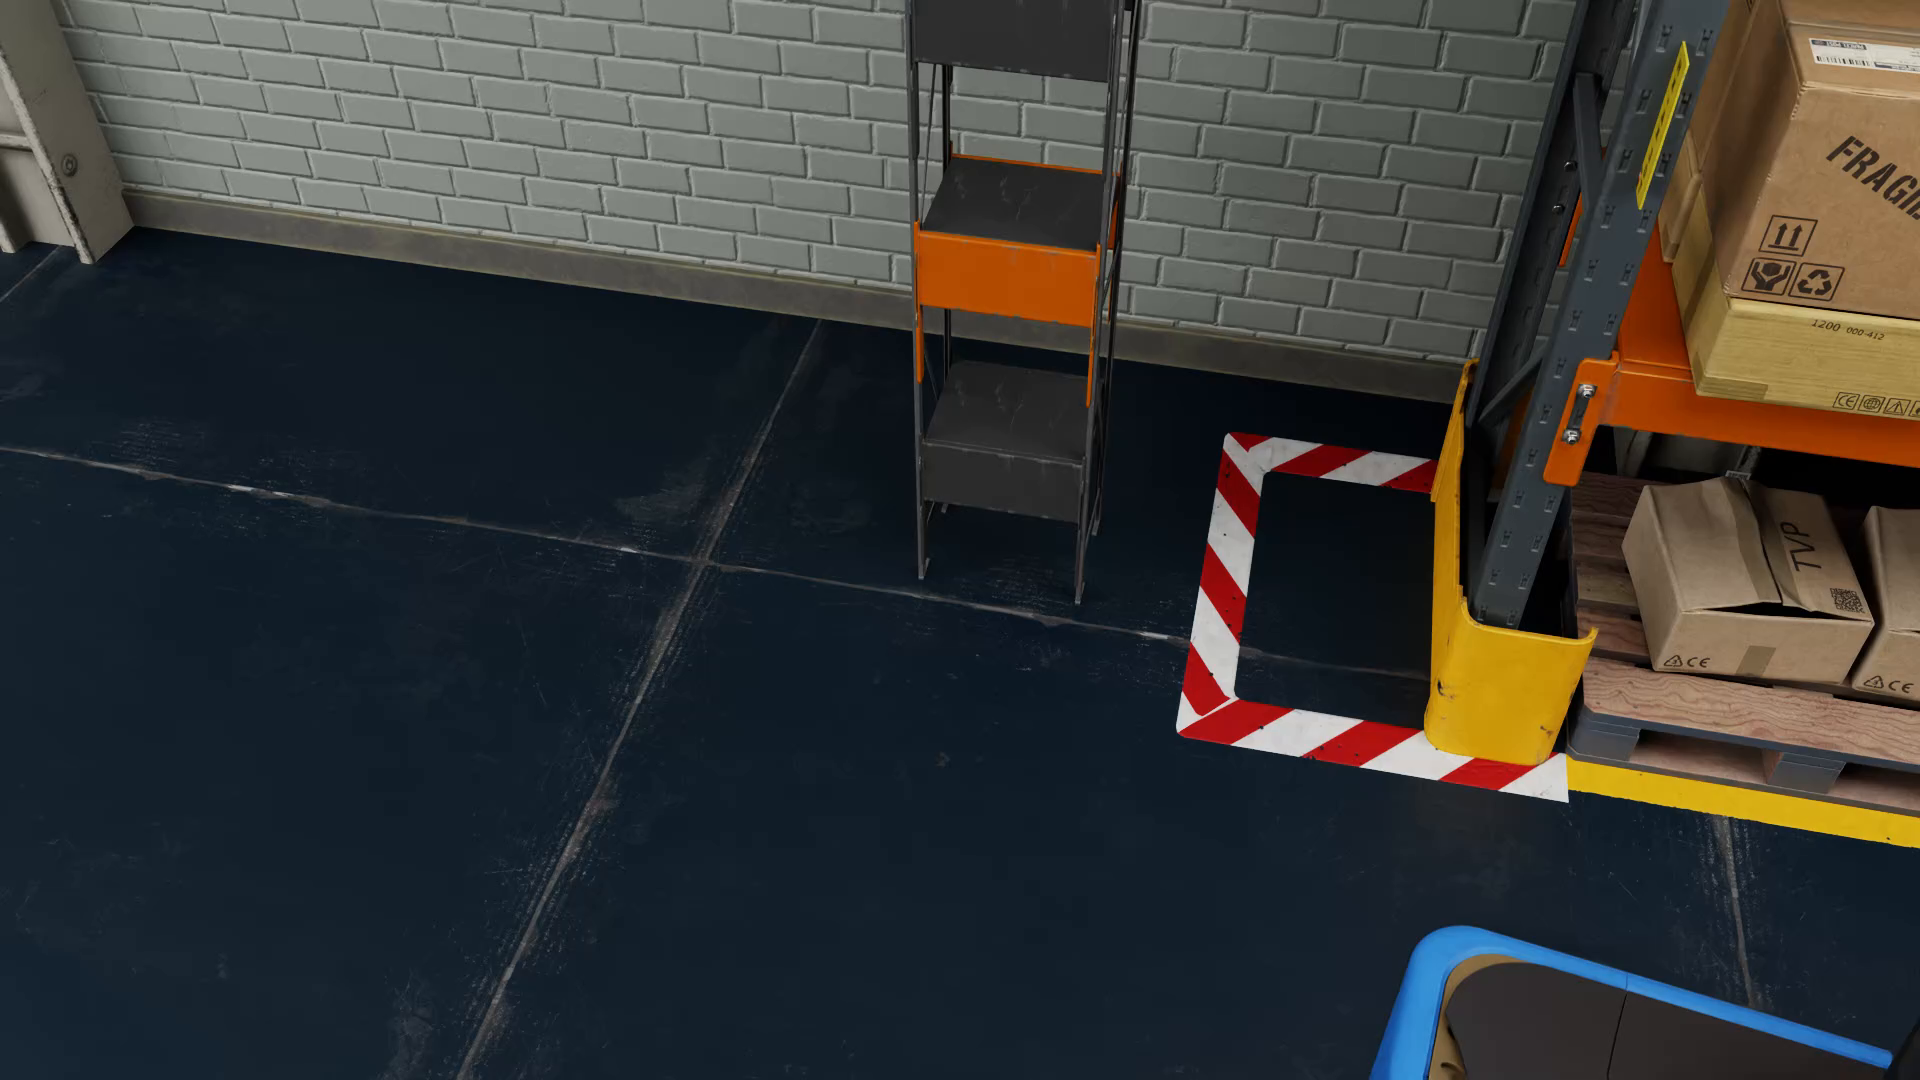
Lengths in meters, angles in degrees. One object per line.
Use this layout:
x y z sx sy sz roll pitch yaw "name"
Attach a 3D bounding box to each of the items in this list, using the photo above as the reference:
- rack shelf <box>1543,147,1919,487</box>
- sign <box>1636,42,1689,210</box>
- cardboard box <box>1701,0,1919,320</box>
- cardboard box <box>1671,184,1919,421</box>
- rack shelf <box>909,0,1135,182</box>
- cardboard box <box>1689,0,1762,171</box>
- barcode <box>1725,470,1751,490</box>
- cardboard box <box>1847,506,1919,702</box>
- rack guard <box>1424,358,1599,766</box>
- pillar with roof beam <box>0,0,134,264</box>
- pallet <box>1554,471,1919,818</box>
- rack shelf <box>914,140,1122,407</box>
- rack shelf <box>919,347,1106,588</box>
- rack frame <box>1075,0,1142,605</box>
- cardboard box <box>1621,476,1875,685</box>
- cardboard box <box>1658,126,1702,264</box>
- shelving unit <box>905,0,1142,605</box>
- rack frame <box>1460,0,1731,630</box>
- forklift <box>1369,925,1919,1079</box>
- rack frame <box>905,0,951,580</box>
3.469 -0.317 3.935 4.000 0.370 1.077 9 45 9 "rack shelf"
1.399 -0.824 3.319 0.005 0.325 0.100 9 45 9 "sign"
1.918 -0.827 3.499 0.500 0.500 0.500 9 45 9 "cardboard box"
1.925 -0.544 3.746 0.500 0.250 0.500 8 44 8 "cardboard box"
0.162 -1.226 4.020 0.480 0.518 0.431 9 45 9 "rack shelf"
2.024 -1.175 3.861 0.500 0.500 0.500 8 45 9 "cardboard box"
2.278 -0.175 4.883 0.075 0.075 0.001 9 45 9 "barcode"
2.730 0.183 4.519 0.500 0.311 0.500 12 45 12 "cardboard box"
1.592 0.033 4.855 0.348 0.500 1.175 9 45 9 "rack guard"
-4.406 -1.515 0.335 0.400 9.000 9.100 9 45 9 "pillar with roof beam"
2.377 0.284 4.803 1.213 0.211 1.003 9 45 9 "pallet"
0.162 -0.722 4.505 0.480 0.518 0.431 9 45 9 "rack shelf"
0.162 -0.217 4.991 0.480 0.518 0.431 9 45 9 "rack shelf"
0.400 -0.694 4.457 0.015 2.100 0.400 9 45 9 "rack frame"
2.173 0.097 4.608 0.500 0.311 0.500 4 44 4 "cardboard box"
2.016 -0.893 4.108 0.500 0.250 0.500 9 45 10 "cardboard box"
0.162 -0.731 4.496 0.503 2.100 0.431 9 45 9 "shelving unit"
1.518 -0.879 4.000 0.127 3.000 1.000 9 45 9 "rack frame"
2.070 1.072 2.023 3.031 2.935 1.130 15 46 15 "forklift"
-0.077 -0.768 4.534 0.015 2.100 0.400 9 45 9 "rack frame"
